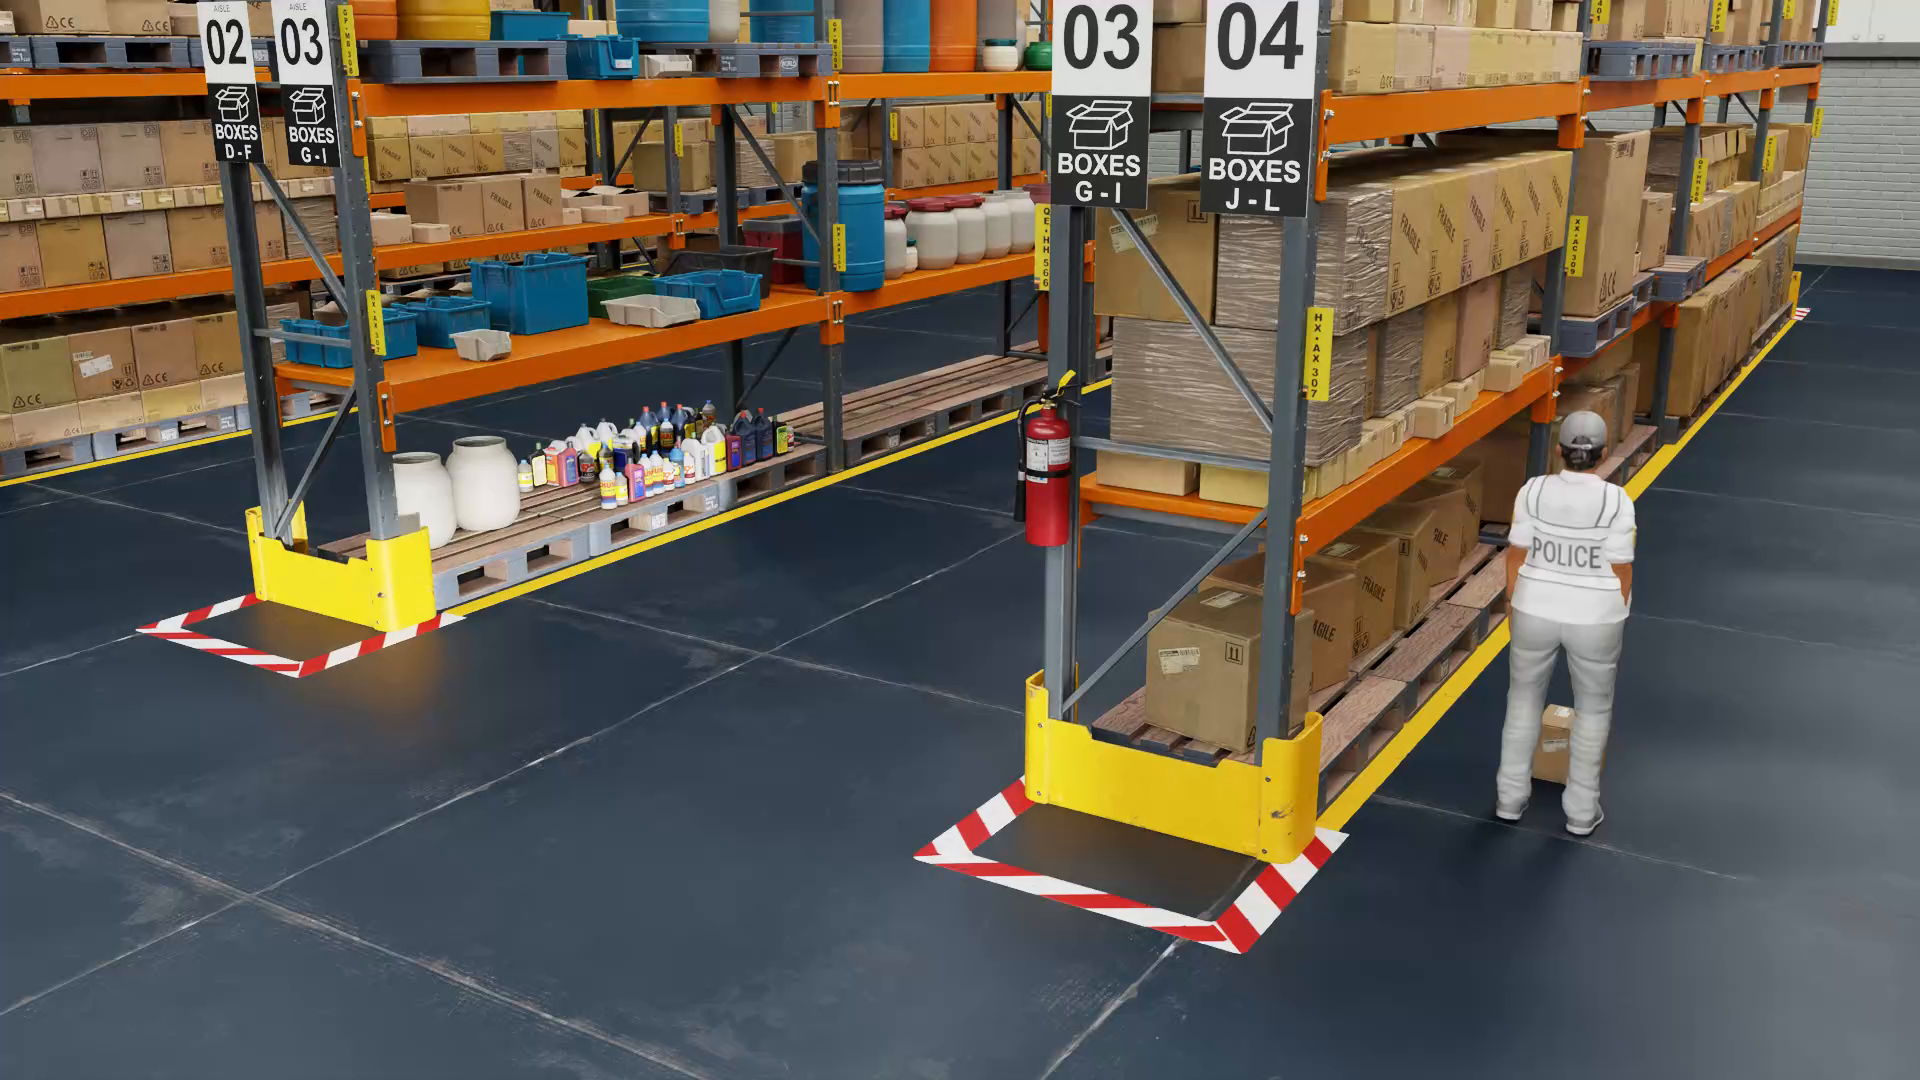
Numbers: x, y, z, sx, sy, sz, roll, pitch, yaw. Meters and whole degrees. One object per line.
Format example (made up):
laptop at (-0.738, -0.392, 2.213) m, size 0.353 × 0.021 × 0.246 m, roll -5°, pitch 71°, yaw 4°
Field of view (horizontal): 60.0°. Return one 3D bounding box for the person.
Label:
person at (2.349, 0.319, 6.471) m, size 0.468 × 1.671 × 0.380 m, roll 9°, pitch 19°, yaw 29°
